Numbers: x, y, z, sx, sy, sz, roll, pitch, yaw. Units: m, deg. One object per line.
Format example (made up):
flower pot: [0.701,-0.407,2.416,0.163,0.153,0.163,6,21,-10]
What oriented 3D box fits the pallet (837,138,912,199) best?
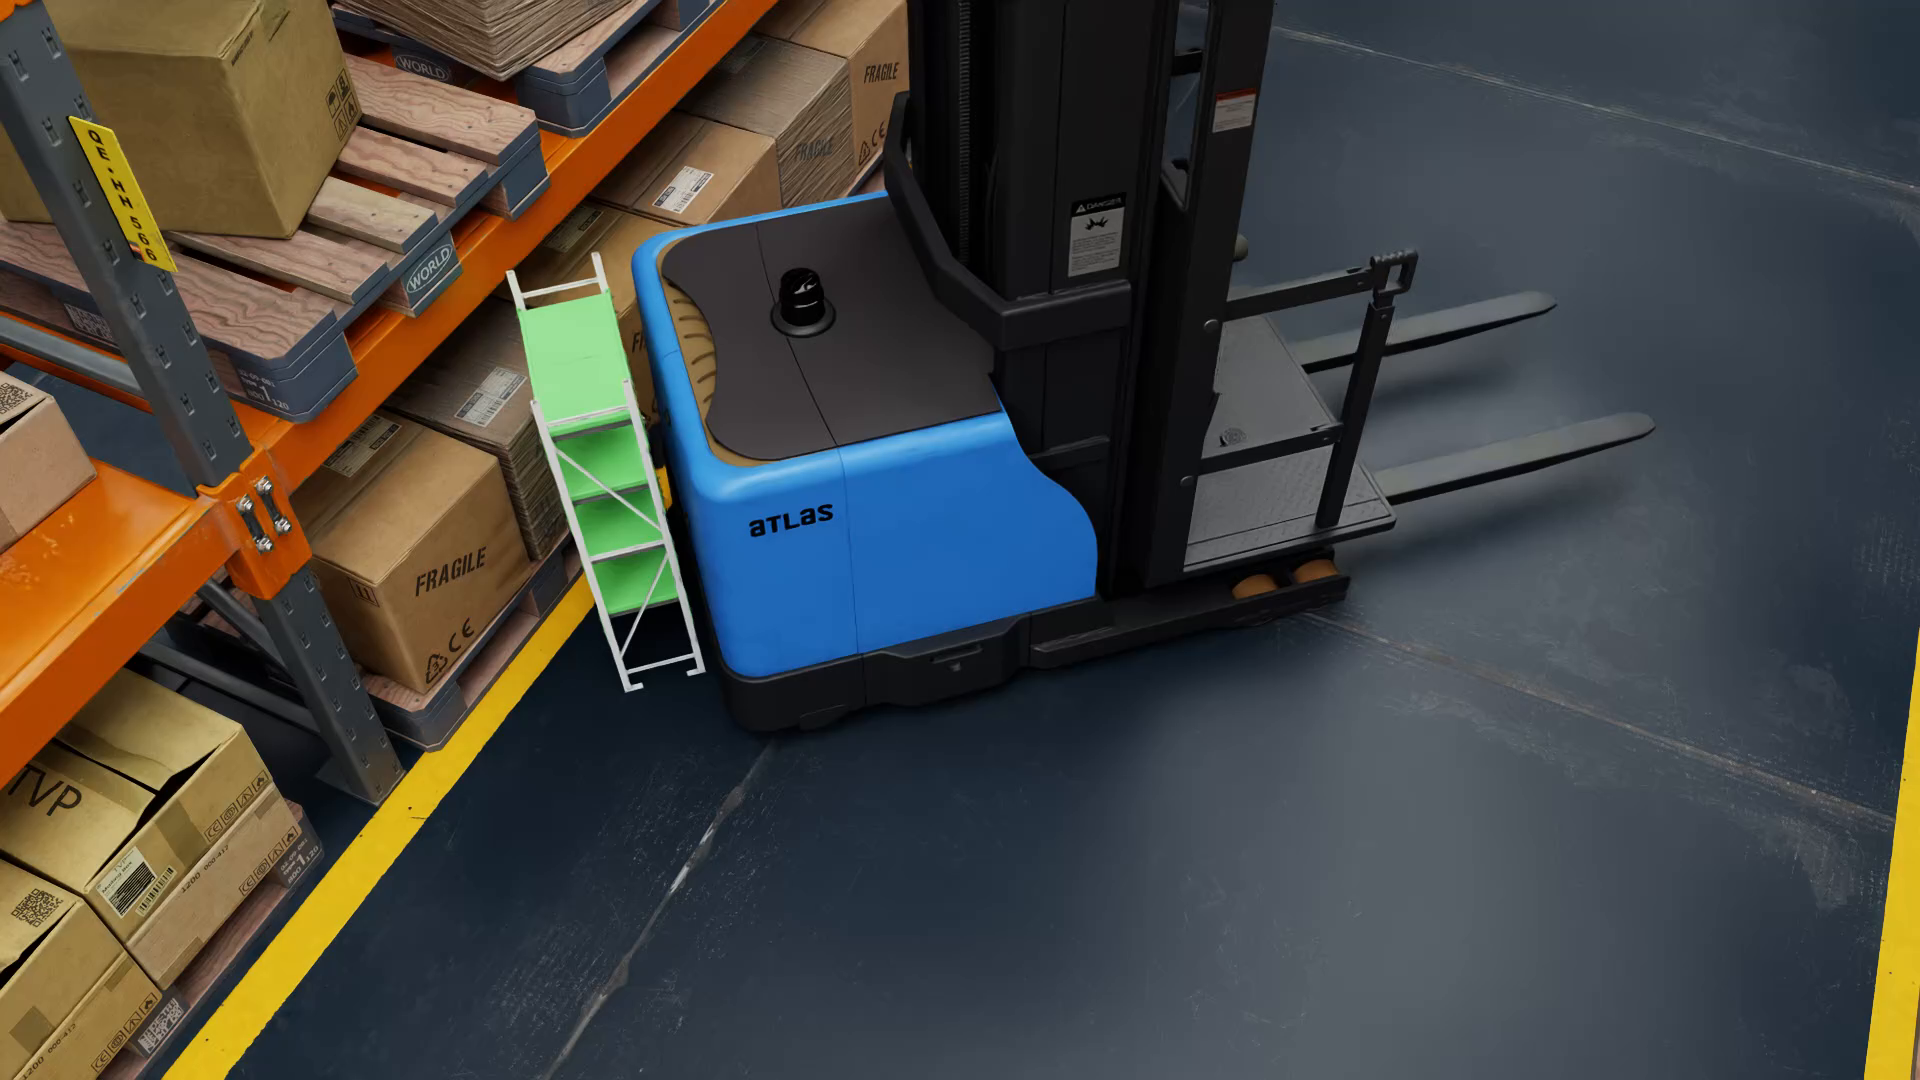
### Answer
pallet: [-0.642,-1.711,6.567,1.003,0.211,1.213,20,52,16]

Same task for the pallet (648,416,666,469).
pallet: [-1.162,-0.868,5.850,1.003,0.211,1.213,20,52,16]

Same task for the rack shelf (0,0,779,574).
rack shelf: [-1.183,-1.576,5.094,1.077,0.370,4.000,20,52,16]

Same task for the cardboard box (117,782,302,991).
cardboard box: [-2.041,0.764,4.160,0.500,0.250,0.500,21,53,17]

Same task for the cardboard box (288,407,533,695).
cardboard box: [-1.584,0.015,4.620,0.500,0.500,0.500,22,53,18]

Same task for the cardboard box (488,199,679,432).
cardboard box: [-1.147,-0.691,5.221,0.500,0.500,0.500,19,52,16]

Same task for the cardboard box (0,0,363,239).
cardboard box: [-1.870,-1.071,3.851,0.700,0.500,0.500,4,50,4]

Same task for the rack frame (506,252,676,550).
rack frame: [-1.026,-0.328,4.734,0.240,1.200,0.015,-14,51,-9]

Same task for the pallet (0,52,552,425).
pallet: [-1.811,-0.860,4.138,1.213,0.211,1.003,20,52,16]

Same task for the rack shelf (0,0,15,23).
rack shelf: [-2.892,0.206,1.608,1.077,0.370,4.000,20,52,16]

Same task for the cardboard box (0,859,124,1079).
cardboard box: [-2.255,0.942,3.641,0.500,0.311,0.500,19,52,16]

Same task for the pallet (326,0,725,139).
pallet: [-1.211,-1.711,4.862,1.003,0.211,1.213,20,52,16]

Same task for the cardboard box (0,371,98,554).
cardboard box: [-2.232,-0.167,3.481,0.500,0.311,0.500,23,53,18]

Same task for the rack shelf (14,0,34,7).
rack shelf: [-1.183,-2.549,3.952,1.077,0.370,4.000,20,52,16]

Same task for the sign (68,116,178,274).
sign: [-1.534,-0.629,3.056,0.100,0.325,0.005,20,52,16]

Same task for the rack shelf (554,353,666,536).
rack shelf: [-0.962,-0.262,4.447,0.258,0.148,0.480,-14,51,-9]

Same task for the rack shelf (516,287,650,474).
rack shelf: [-0.970,-0.415,4.263,0.258,0.148,0.480,-14,51,-9]

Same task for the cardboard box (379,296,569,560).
cardboard box: [-1.366,-0.348,4.929,0.500,0.500,0.500,18,52,15]

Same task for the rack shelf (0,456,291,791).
rack shelf: [-2.892,1.178,2.750,1.077,0.370,4.000,20,52,16]

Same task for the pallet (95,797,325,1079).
pallet: [-2.424,1.025,4.239,1.003,0.211,1.213,20,52,16]

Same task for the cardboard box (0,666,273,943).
cardboard box: [-2.038,0.582,3.947,0.500,0.311,0.500,21,53,17]

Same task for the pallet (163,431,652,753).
pallet: [-1.684,-0.031,5.137,1.003,0.211,1.213,20,52,16]

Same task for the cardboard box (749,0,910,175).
cardboard box: [-0.499,-1.749,6.121,0.500,0.500,0.500,20,52,16]

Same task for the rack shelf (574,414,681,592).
rack shelf: [-0.954,-0.109,4.632,0.258,0.148,0.480,-14,51,-9]

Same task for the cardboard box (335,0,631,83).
cardboard box: [-1.307,-1.639,4.334,0.700,0.500,0.500,29,56,23]

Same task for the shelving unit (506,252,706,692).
shelving unit: [-0.956,-0.149,4.582,0.258,1.200,0.503,-14,51,-9]

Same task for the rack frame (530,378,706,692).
rack frame: [-0.887,0.029,4.431,0.240,1.200,0.015,-14,51,-9]

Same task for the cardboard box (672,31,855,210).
cardboard box: [-0.713,-1.403,5.827,0.500,0.500,0.500,20,53,17]

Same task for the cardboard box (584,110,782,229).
cardboard box: [-0.929,-1.052,5.528,0.500,0.500,0.500,18,52,15]

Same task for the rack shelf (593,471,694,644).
rack shelf: [-0.947,0.045,4.816,0.258,0.148,0.480,-14,51,-9]

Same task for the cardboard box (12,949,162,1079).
cardboard box: [-2.258,1.120,3.857,0.500,0.250,0.500,19,52,16]

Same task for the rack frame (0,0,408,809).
rack frame: [-2.037,-0.432,3.648,1.000,3.000,0.127,20,52,16]

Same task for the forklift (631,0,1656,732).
forklift: [0.662,-1.064,4.231,3.031,2.935,1.130,-13,51,-11]
